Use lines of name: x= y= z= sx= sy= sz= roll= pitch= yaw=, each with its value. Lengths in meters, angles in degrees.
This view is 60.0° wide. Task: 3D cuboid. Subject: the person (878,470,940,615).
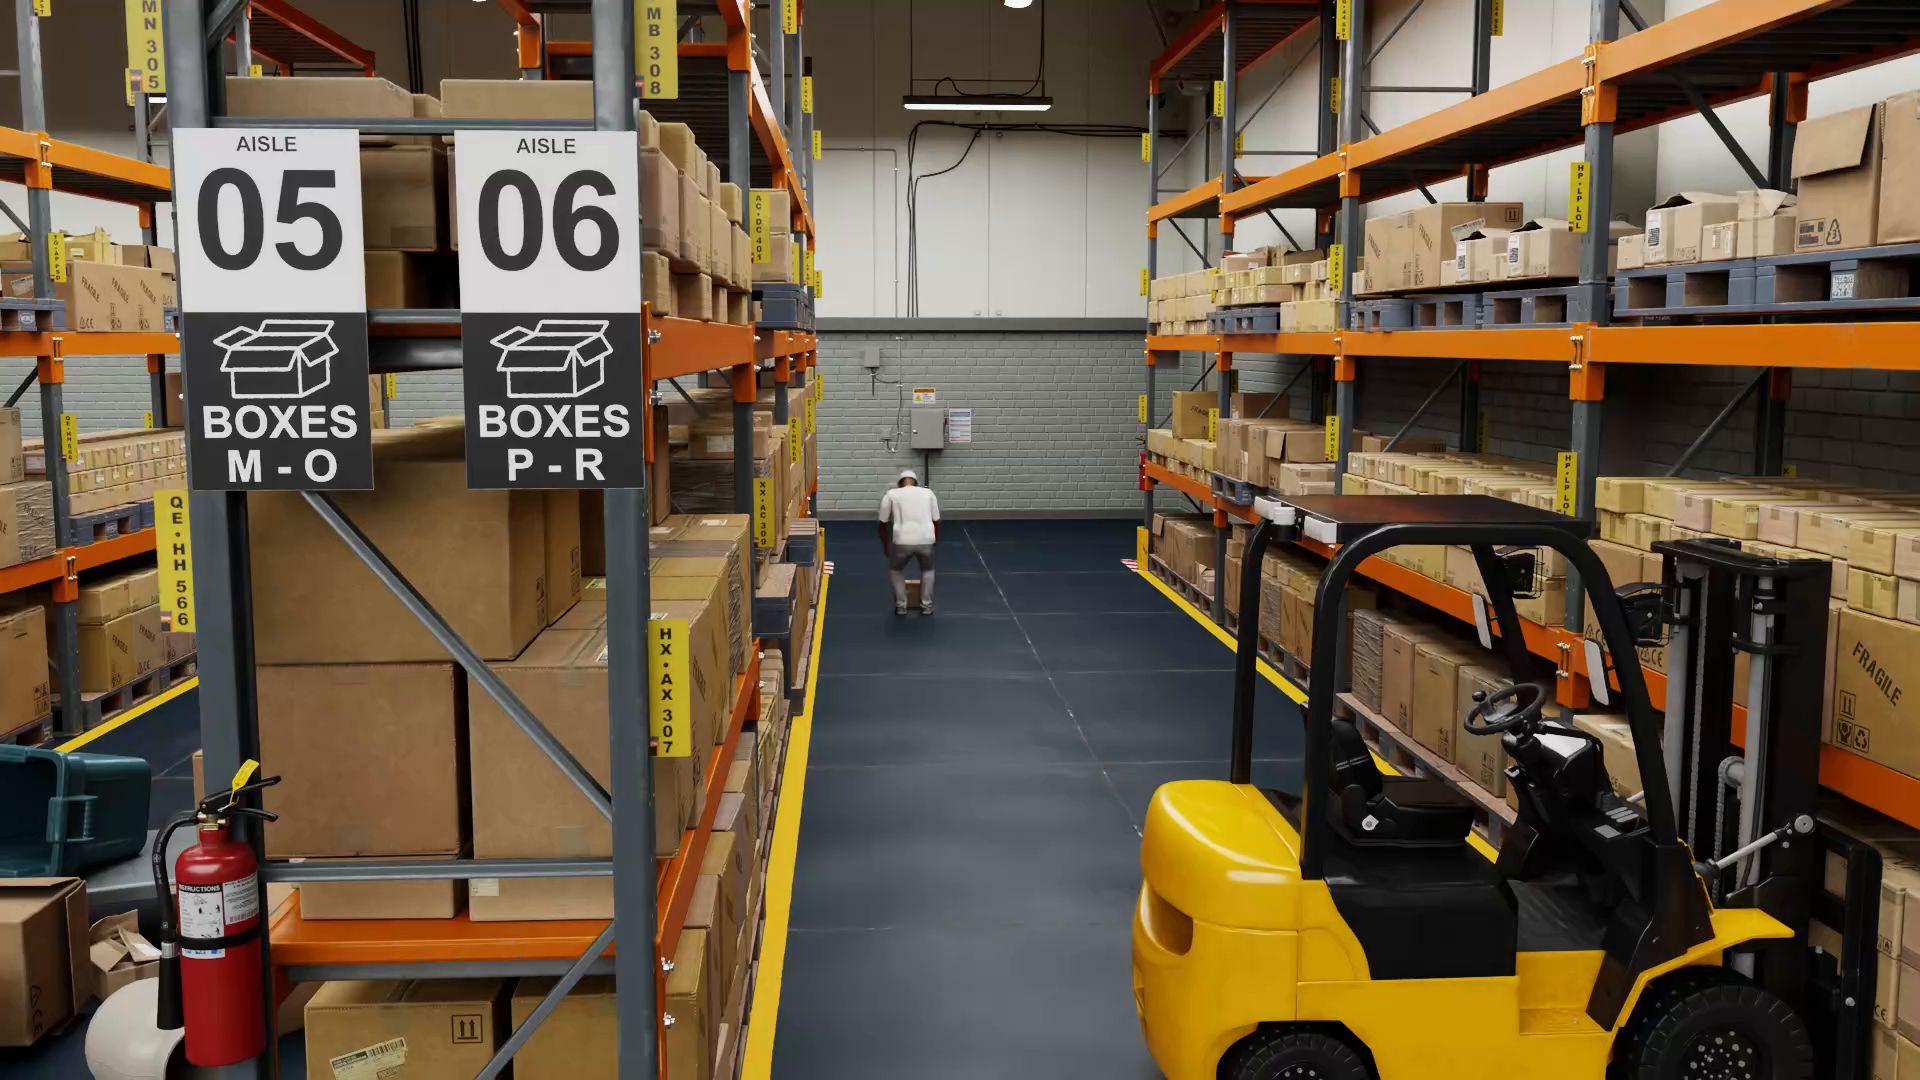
person: x=-0.515 y=0.023 z=16.858 sx=0.631 sy=1.432 sz=0.747 roll=0 pitch=7 yaw=-4
